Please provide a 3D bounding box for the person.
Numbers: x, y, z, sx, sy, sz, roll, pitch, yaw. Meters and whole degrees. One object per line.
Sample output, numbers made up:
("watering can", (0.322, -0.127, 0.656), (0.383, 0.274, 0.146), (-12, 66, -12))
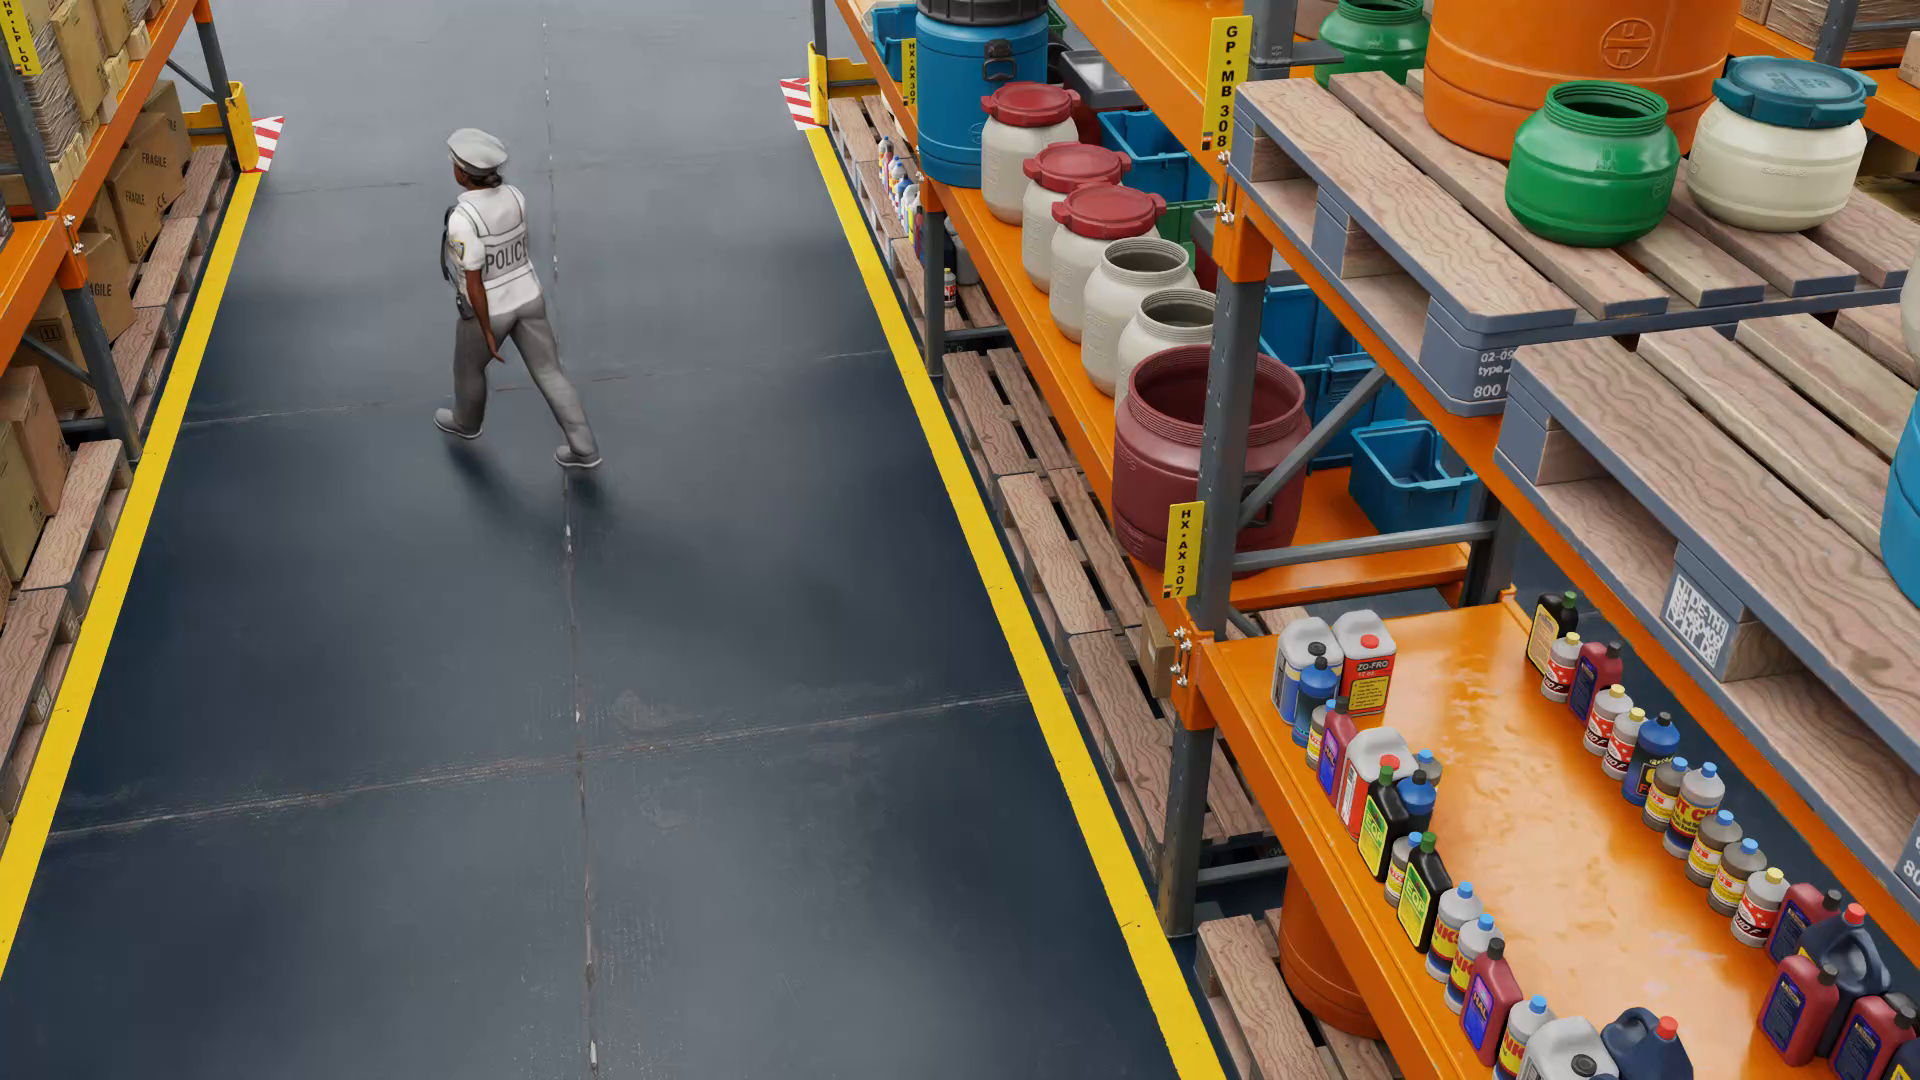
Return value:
("person", (-2.175, -1.126, 7.735), (1.031, 1.625, 0.440), (25, 41, 31))
